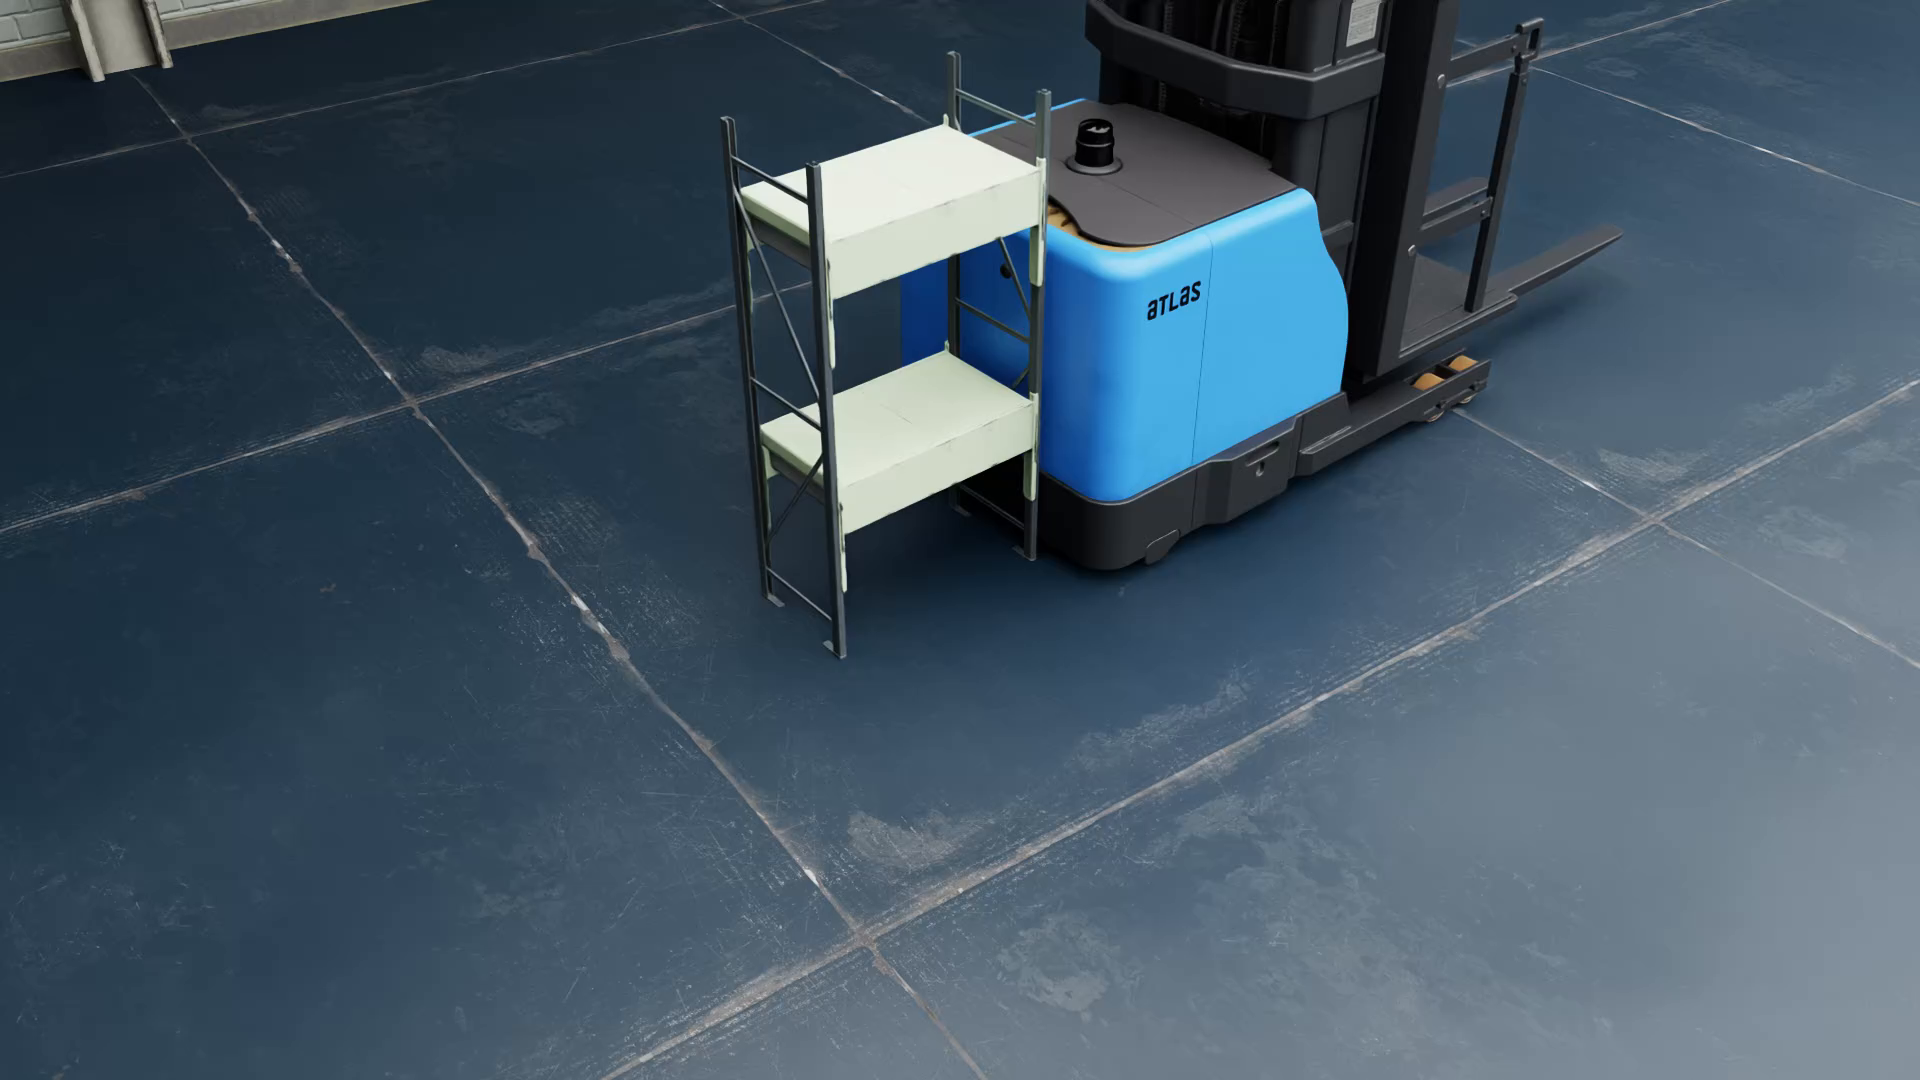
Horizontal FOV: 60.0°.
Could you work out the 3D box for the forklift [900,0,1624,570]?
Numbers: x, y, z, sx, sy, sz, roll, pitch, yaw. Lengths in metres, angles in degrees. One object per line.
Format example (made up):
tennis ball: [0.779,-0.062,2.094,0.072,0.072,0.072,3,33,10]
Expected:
forklift: [1.251,-1.816,5.265,3.031,2.935,1.130,-26,43,-31]

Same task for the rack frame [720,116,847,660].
rack frame: [-0.462,-0.357,4.462,0.023,1.500,0.400,-26,43,-31]

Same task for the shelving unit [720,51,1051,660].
shelving unit: [-0.181,-0.494,4.653,0.755,1.500,0.431,-26,43,-31]

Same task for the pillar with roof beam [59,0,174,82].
pillar with roof beam: [-1.880,-4.080,3.216,0.400,9.000,9.100,-22,41,-28]

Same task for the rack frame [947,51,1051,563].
rack frame: [0.099,-0.631,4.843,0.023,1.500,0.400,-26,43,-31]

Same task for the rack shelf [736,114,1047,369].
rack shelf: [-0.181,-0.811,4.425,0.720,0.370,0.431,-26,43,-31]

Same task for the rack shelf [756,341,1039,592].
rack shelf: [-0.181,-0.230,4.843,0.720,0.370,0.431,-26,43,-31]
